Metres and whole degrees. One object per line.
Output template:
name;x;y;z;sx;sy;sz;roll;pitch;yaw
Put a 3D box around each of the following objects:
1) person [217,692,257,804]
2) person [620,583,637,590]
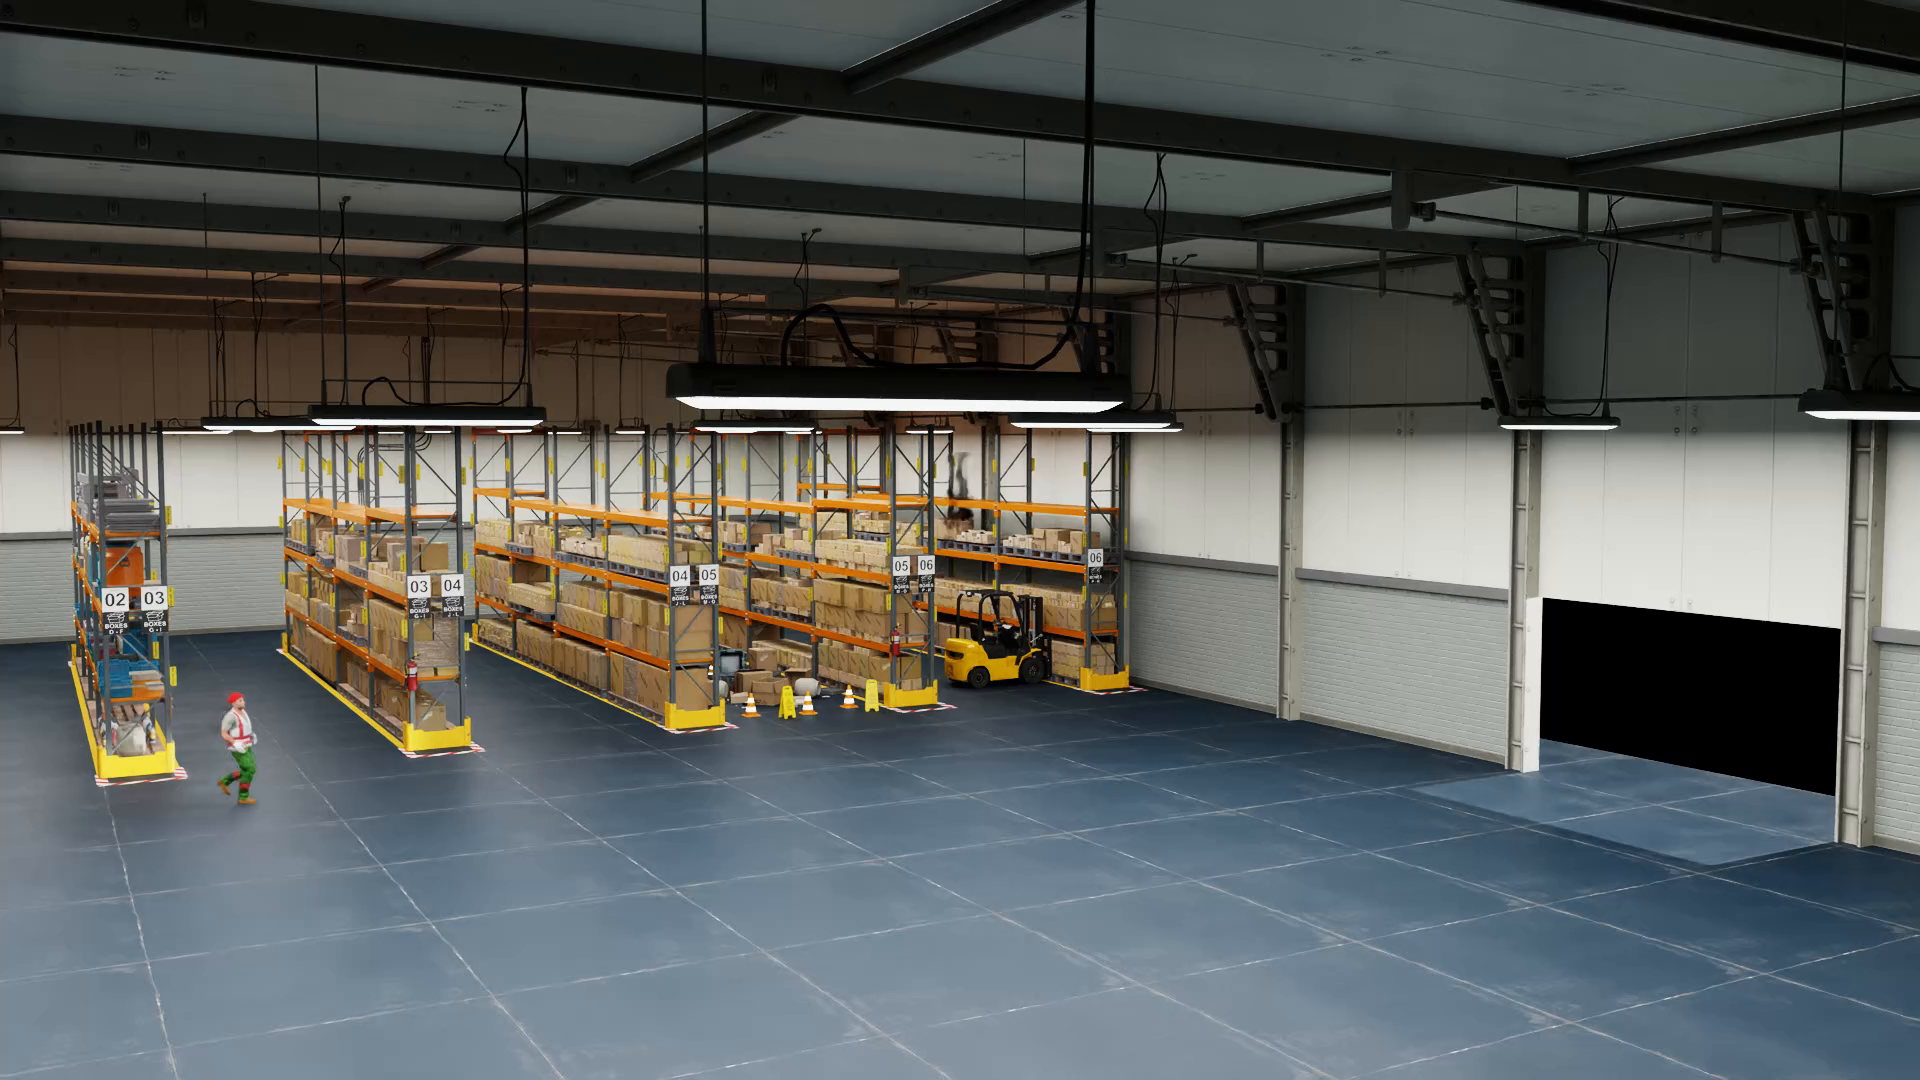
person;-11.309;3.248;25.972;0.627;1.757;0.651;0;4;-1
person;-10.255;1.654;51.589;0.789;1.720;0.738;-3;5;-39
